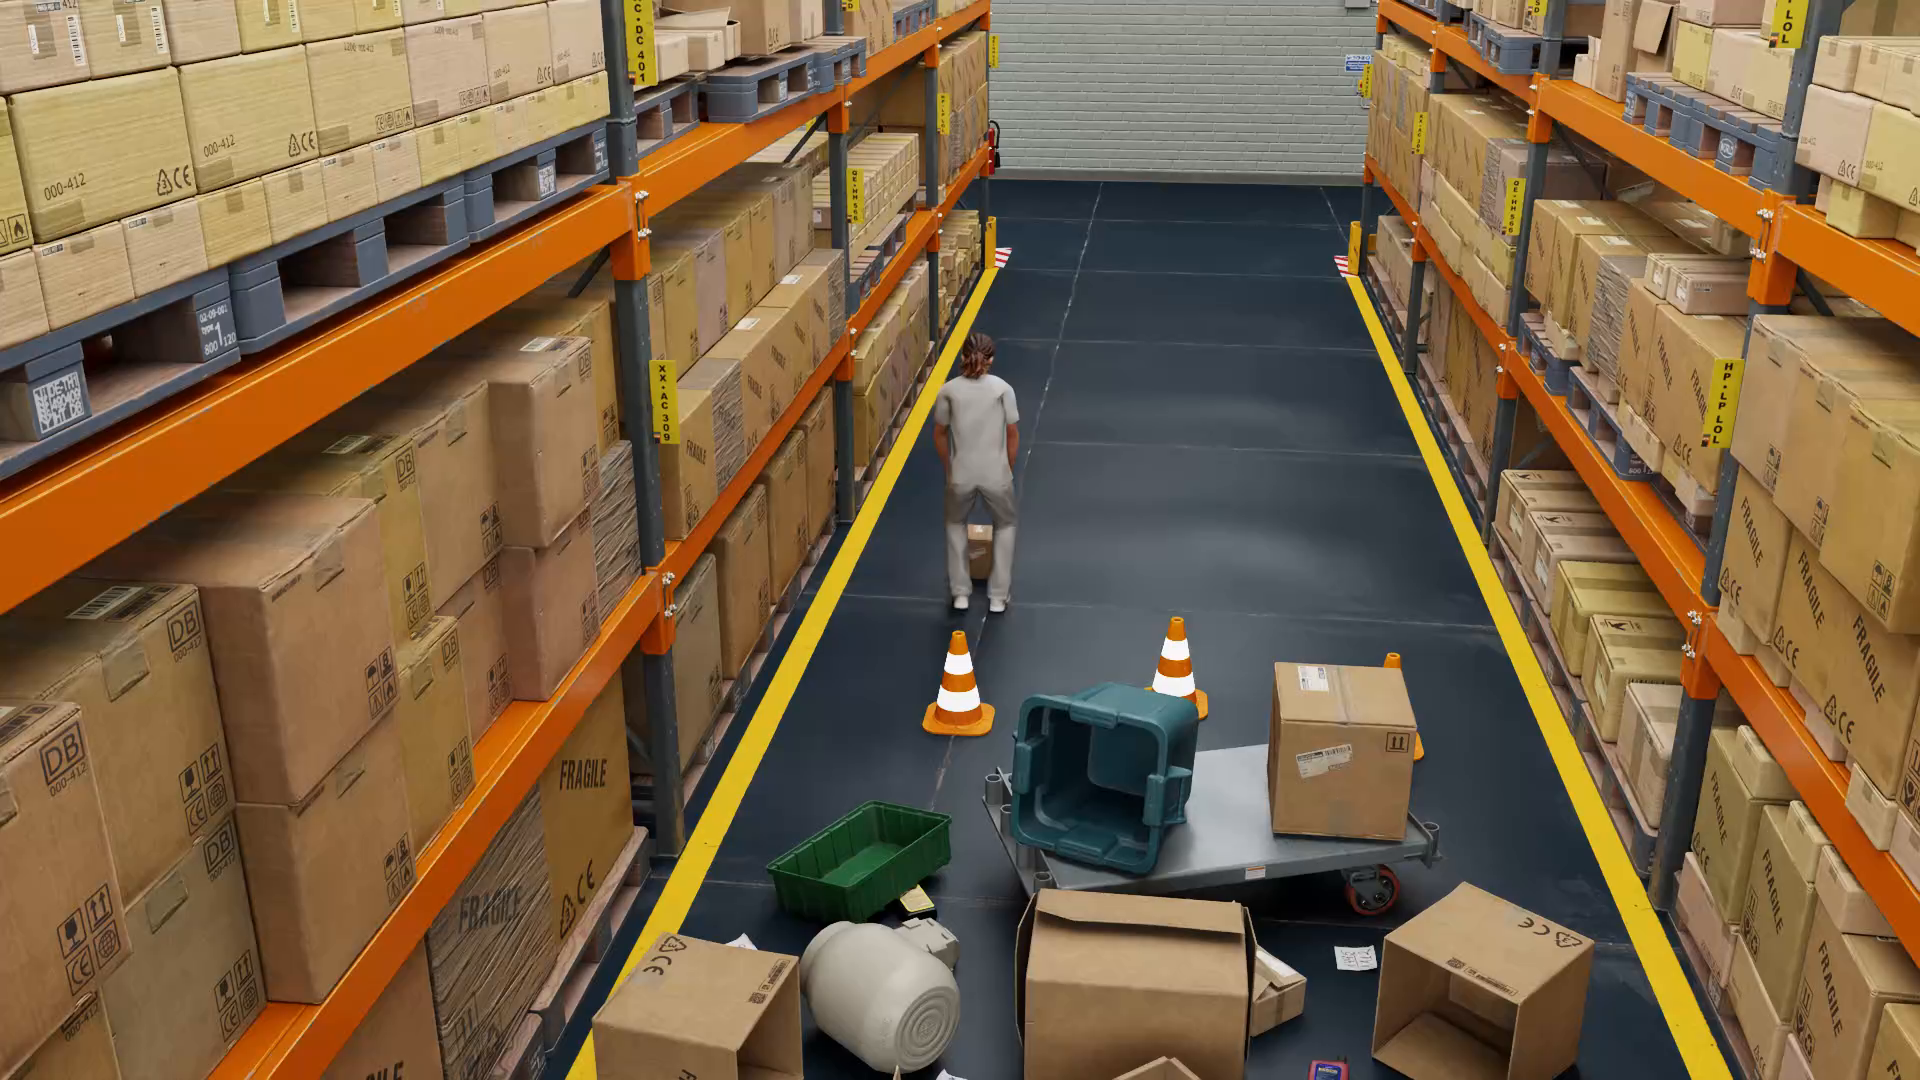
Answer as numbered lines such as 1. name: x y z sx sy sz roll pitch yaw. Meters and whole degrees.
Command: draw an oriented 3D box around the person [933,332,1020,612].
1. person: 0.085 -0.364 9.226 0.480 1.536 0.511 3 21 7
